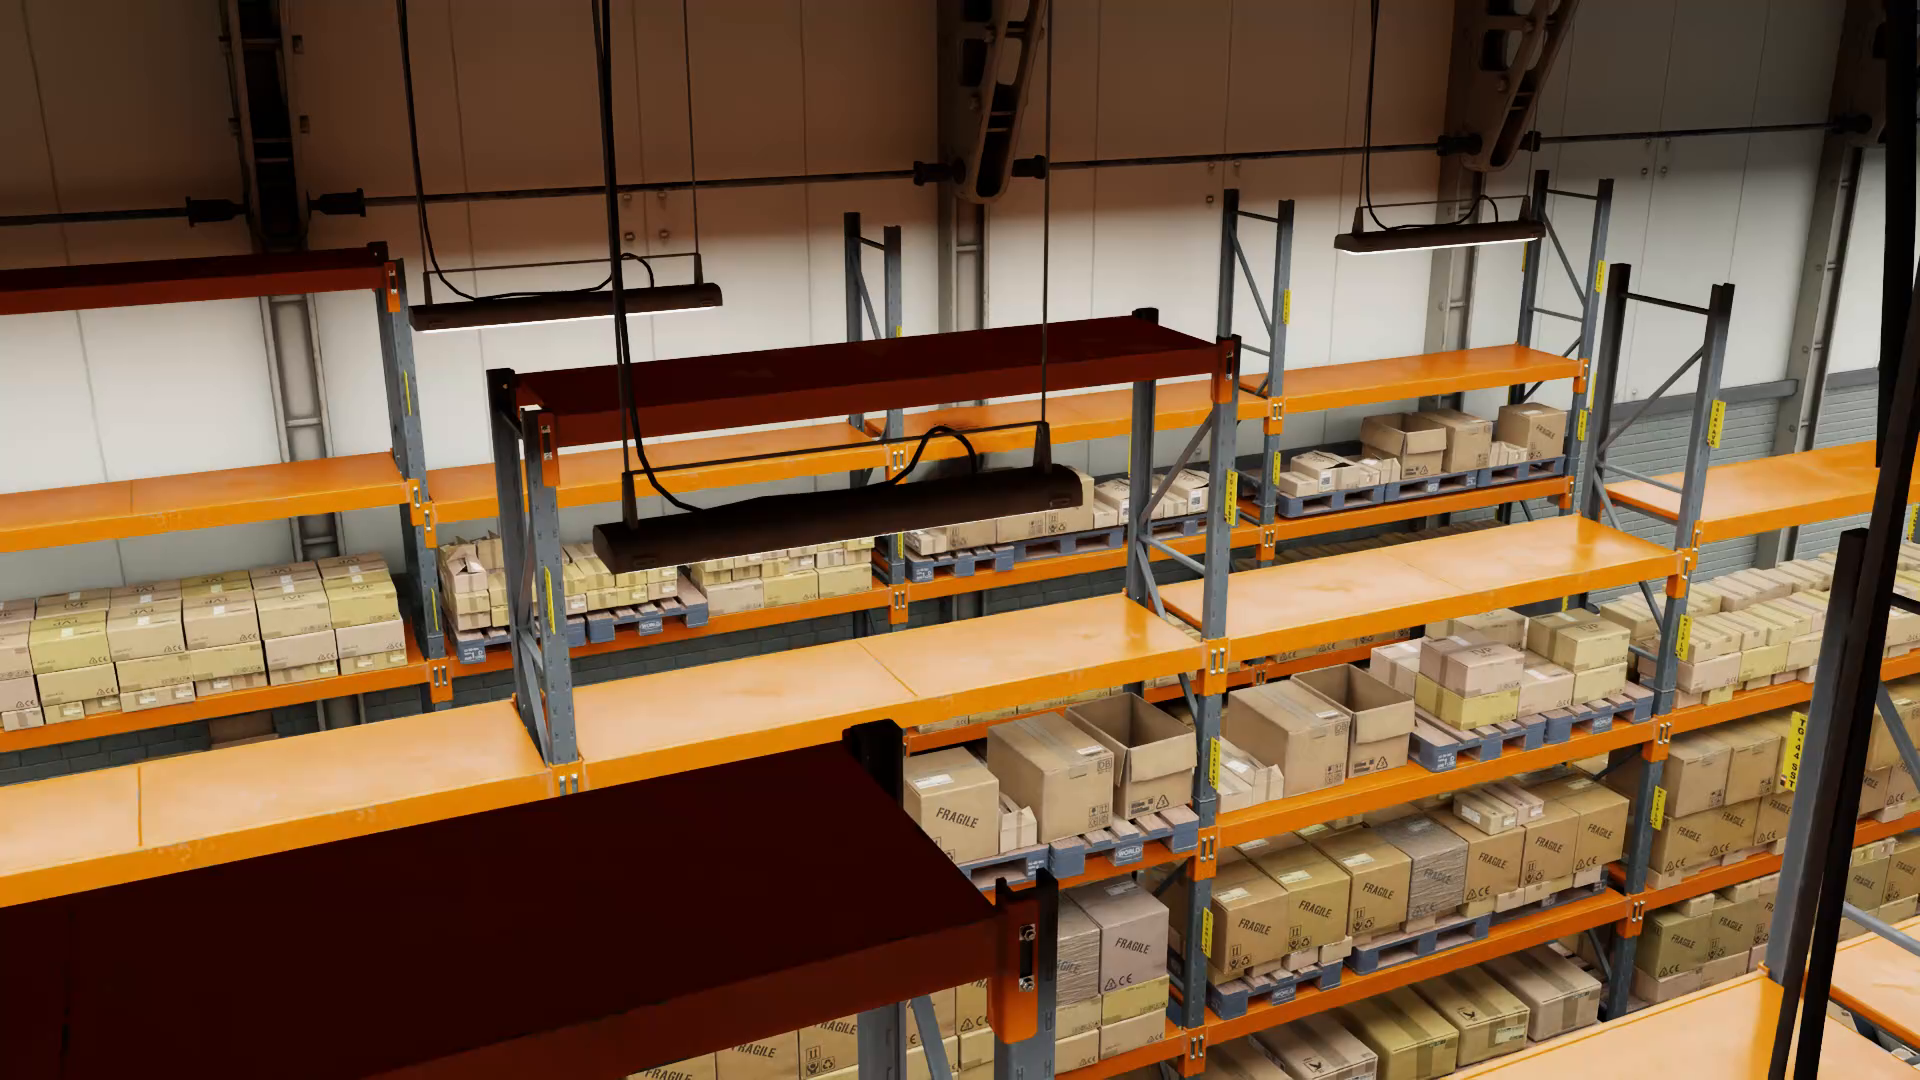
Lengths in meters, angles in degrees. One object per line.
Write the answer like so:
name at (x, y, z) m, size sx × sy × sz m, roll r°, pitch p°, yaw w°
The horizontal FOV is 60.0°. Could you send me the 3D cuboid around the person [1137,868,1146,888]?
person at (1.423, 2.738, 13.265) m, size 0.506 × 1.762 × 0.561 m, roll -3°, pitch 19°, yaw -10°
